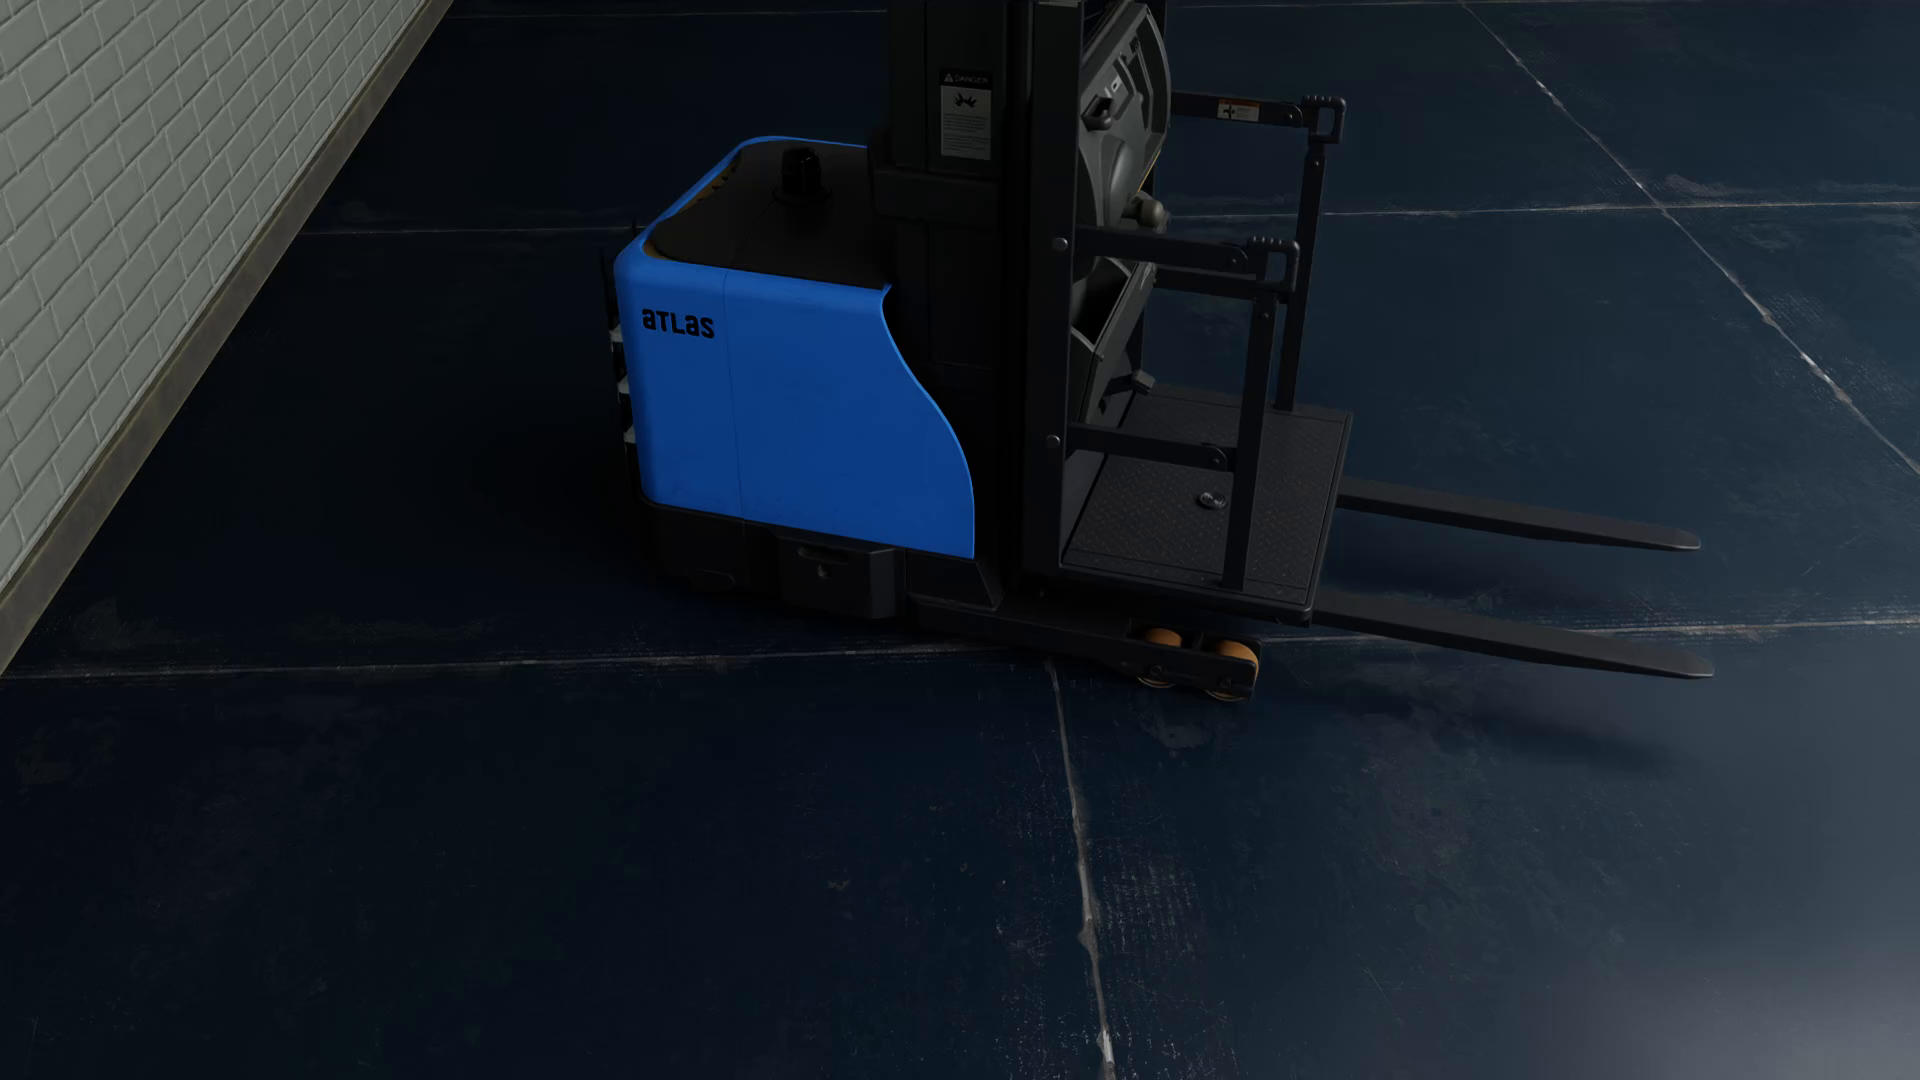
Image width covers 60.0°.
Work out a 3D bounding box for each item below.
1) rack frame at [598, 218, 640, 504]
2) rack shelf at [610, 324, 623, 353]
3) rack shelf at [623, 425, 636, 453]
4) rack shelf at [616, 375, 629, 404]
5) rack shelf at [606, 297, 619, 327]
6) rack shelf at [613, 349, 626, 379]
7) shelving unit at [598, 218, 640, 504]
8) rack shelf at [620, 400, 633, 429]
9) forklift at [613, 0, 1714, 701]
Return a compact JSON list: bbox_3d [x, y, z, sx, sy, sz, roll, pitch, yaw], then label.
[{"bbox_3d":[-1.032,-0.552,5.257,0.006,0.900,0.240,10,36,14],"label":"rack frame"},{"bbox_3d":[-0.934,-0.656,5.150,0.200,0.077,0.258,10,36,14],"label":"rack shelf"},{"bbox_3d":[-0.934,-0.360,5.354,0.200,0.077,0.258,10,36,14],"label":"rack shelf"},{"bbox_3d":[-0.934,-0.508,5.252,0.200,0.077,0.258,10,36,14],"label":"rack shelf"},{"bbox_3d":[-0.934,-0.730,5.098,0.200,0.077,0.258,10,36,14],"label":"rack shelf"},{"bbox_3d":[-0.934,-0.582,5.201,0.200,0.077,0.258,10,36,14],"label":"rack shelf"},{"bbox_3d":[-0.934,-0.535,5.233,0.210,0.900,0.258,10,36,14],"label":"shelving unit"},{"bbox_3d":[-0.934,-0.434,5.303,0.200,0.077,0.258,10,36,14],"label":"rack shelf"},{"bbox_3d":[0.619,-1.098,4.261,3.031,2.935,1.130,10,36,14],"label":"forklift"}]
